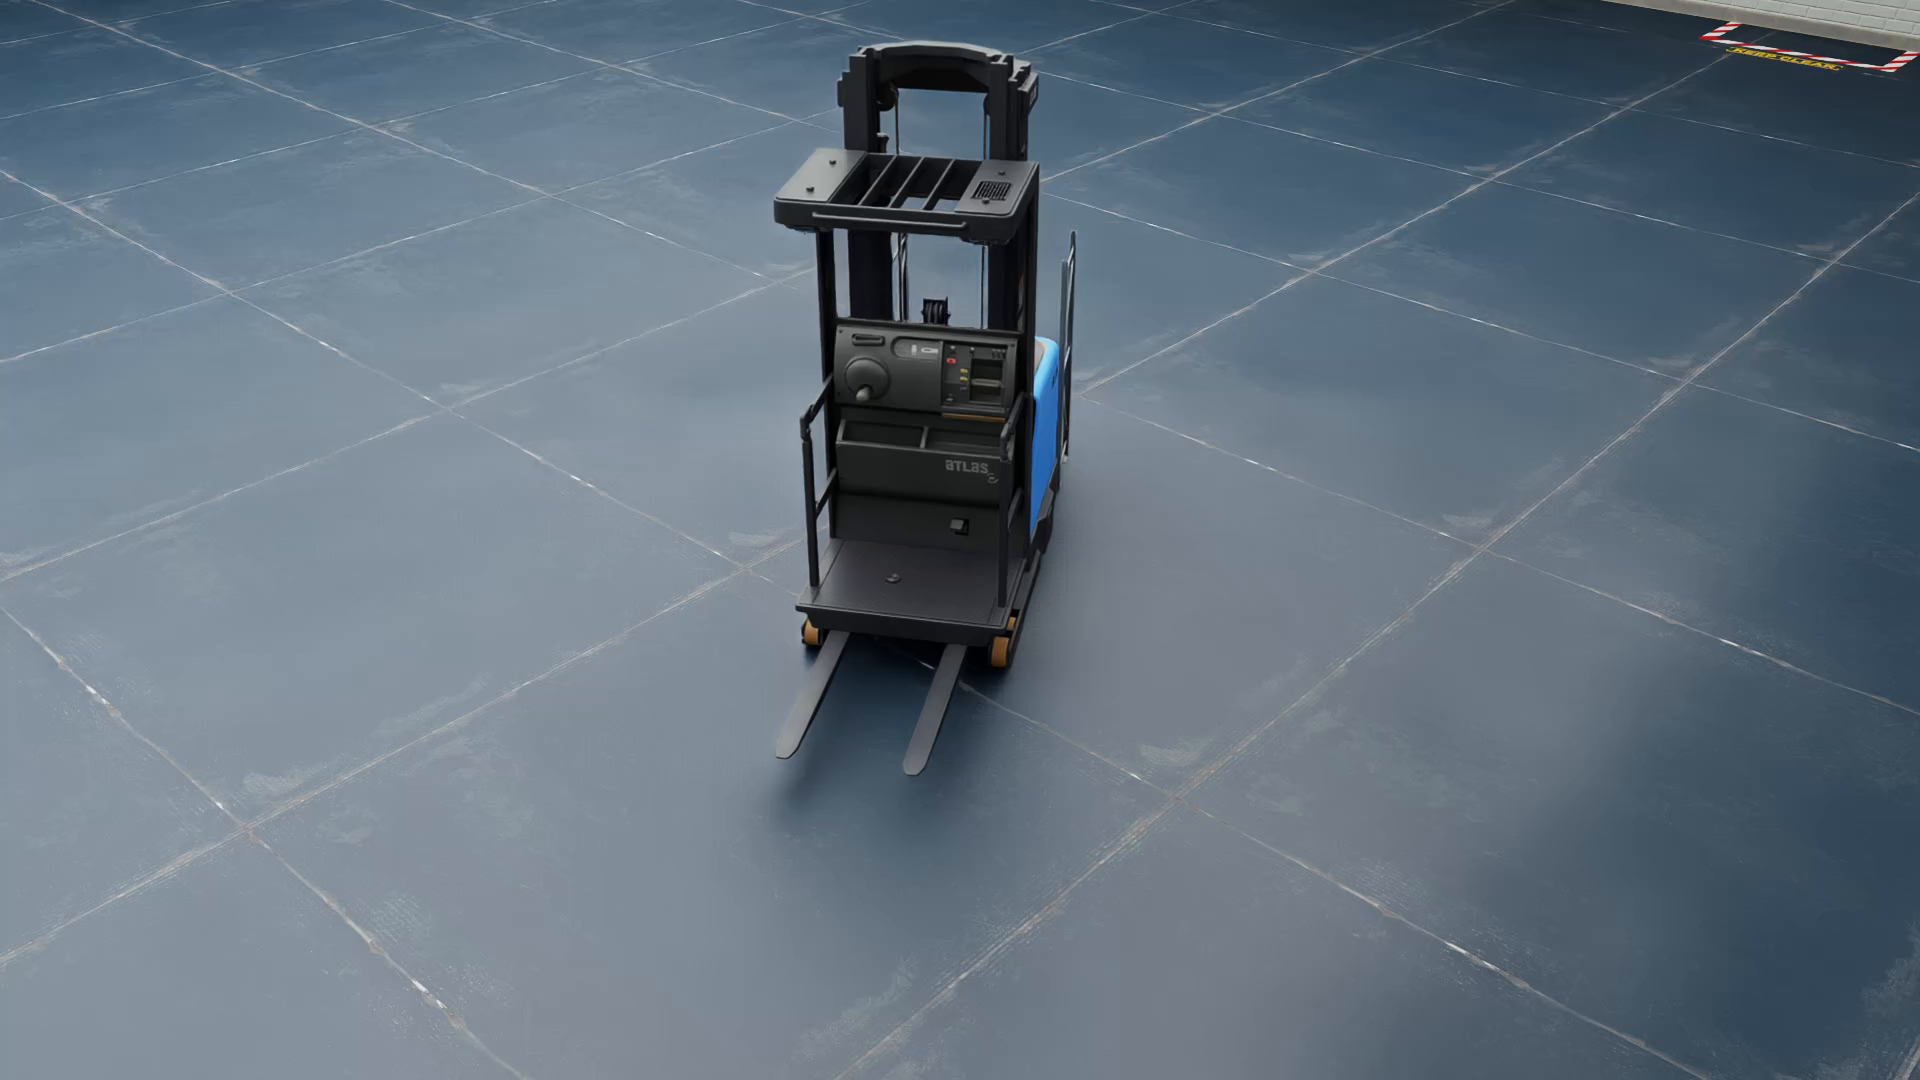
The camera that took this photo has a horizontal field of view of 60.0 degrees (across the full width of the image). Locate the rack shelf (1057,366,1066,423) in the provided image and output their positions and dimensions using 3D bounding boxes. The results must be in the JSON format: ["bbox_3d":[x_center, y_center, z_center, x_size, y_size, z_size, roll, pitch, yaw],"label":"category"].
[{"bbox_3d":[0.133,-0.949,10.165,1.000,0.185,0.538,5,31,8],"label":"rack shelf"}]

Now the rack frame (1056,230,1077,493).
[{"bbox_3d":[0.634,-1.059,10.000,0.032,1.500,0.500,5,31,8],"label":"rack frame"}]

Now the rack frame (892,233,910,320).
[{"bbox_3d":[-0.369,-1.147,10.145,0.032,1.500,0.500,5,31,8],"label":"rack frame"}]

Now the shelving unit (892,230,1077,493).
[{"bbox_3d":[0.133,-1.103,10.072,1.048,1.500,0.538,5,31,8],"label":"shelving unit"}]

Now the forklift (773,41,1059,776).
[{"bbox_3d":[-0.217,-0.802,8.185,1.130,2.935,3.031,6,32,10],"label":"forklift"}]
